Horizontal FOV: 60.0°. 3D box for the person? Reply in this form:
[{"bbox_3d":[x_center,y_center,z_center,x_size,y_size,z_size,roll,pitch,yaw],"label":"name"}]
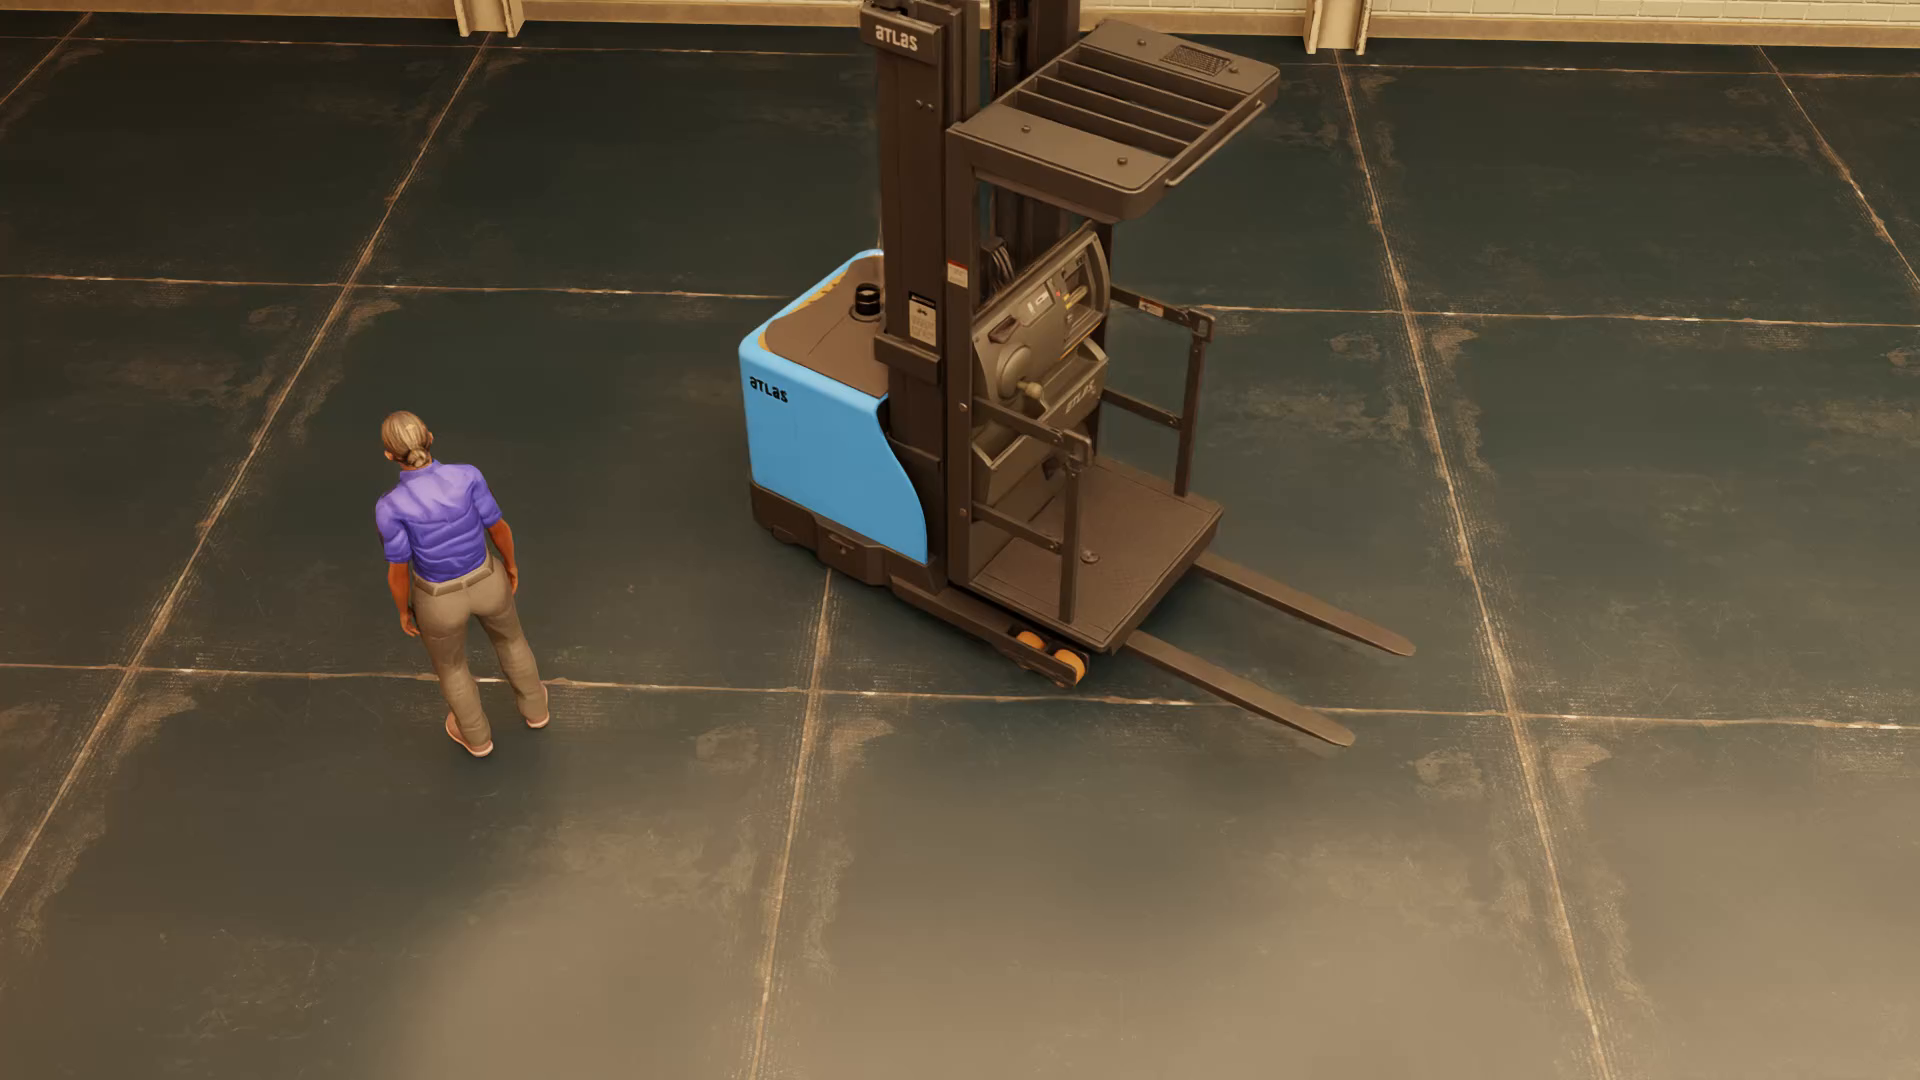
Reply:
[{"bbox_3d":[-1.954,0.186,6.488,0.511,1.653,0.351,-25,48,-25],"label":"person"}]

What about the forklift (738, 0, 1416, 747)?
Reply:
[{"bbox_3d":[0.510,-0.853,6.676,3.031,2.935,1.130,25,48,25],"label":"forklift"}]
